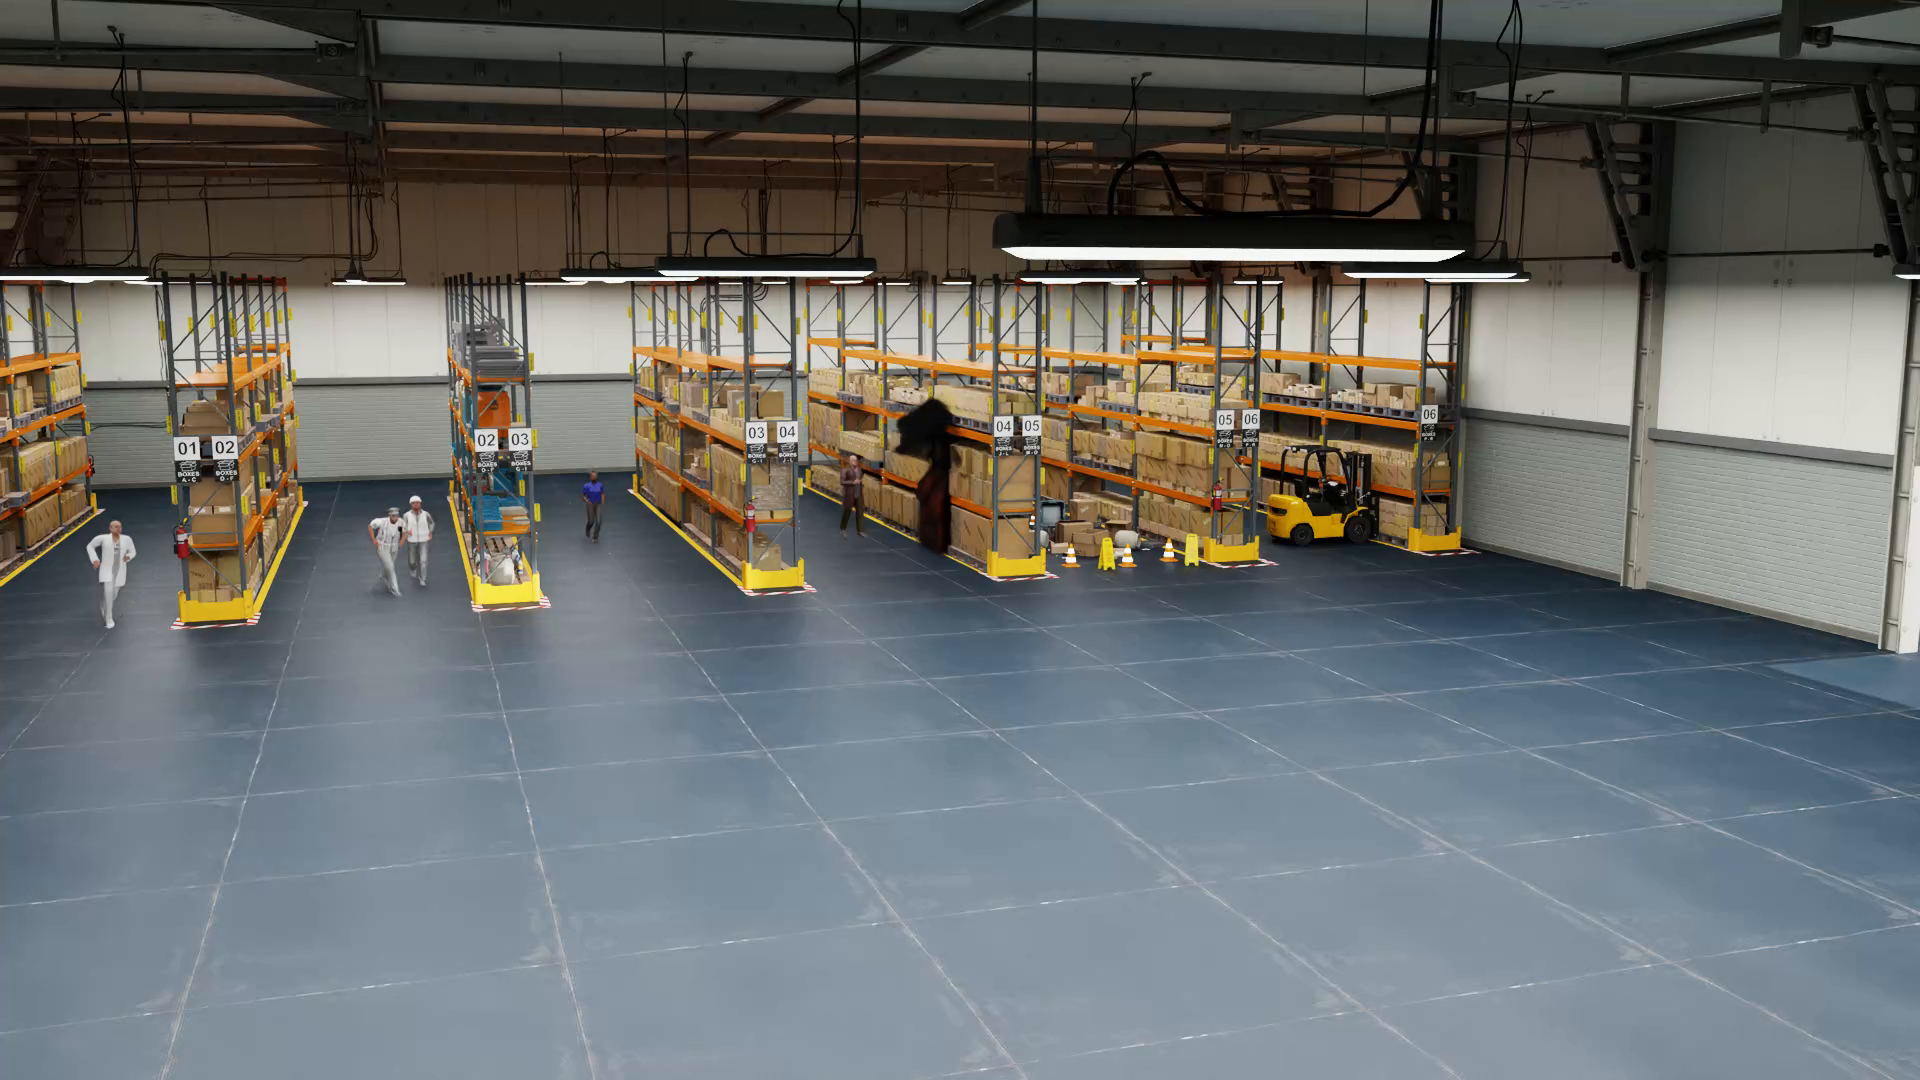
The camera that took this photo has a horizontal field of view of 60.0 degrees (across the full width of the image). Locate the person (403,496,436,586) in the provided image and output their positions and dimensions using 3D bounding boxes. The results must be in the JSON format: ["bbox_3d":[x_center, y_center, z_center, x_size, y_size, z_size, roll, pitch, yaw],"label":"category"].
[{"bbox_3d":[-10.513,0.013,32.282,0.664,1.726,0.674,-3,9,-20],"label":"person"}]

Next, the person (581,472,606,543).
[{"bbox_3d":[-8.279,-0.748,37.694,0.556,1.609,0.549,-5,10,-28],"label":"person"}]

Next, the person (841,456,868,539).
[{"bbox_3d":[-2.306,-0.916,36.301,0.717,1.830,0.930,-6,11,-37],"label":"person"}]

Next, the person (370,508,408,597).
[{"bbox_3d":[-10.788,0.207,31.352,0.684,1.720,1.017,-6,11,-36],"label":"person"}]

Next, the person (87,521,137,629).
[{"bbox_3d":[-14.524,0.565,28.600,0.740,1.778,0.943,-8,12,-43],"label":"person"}]
